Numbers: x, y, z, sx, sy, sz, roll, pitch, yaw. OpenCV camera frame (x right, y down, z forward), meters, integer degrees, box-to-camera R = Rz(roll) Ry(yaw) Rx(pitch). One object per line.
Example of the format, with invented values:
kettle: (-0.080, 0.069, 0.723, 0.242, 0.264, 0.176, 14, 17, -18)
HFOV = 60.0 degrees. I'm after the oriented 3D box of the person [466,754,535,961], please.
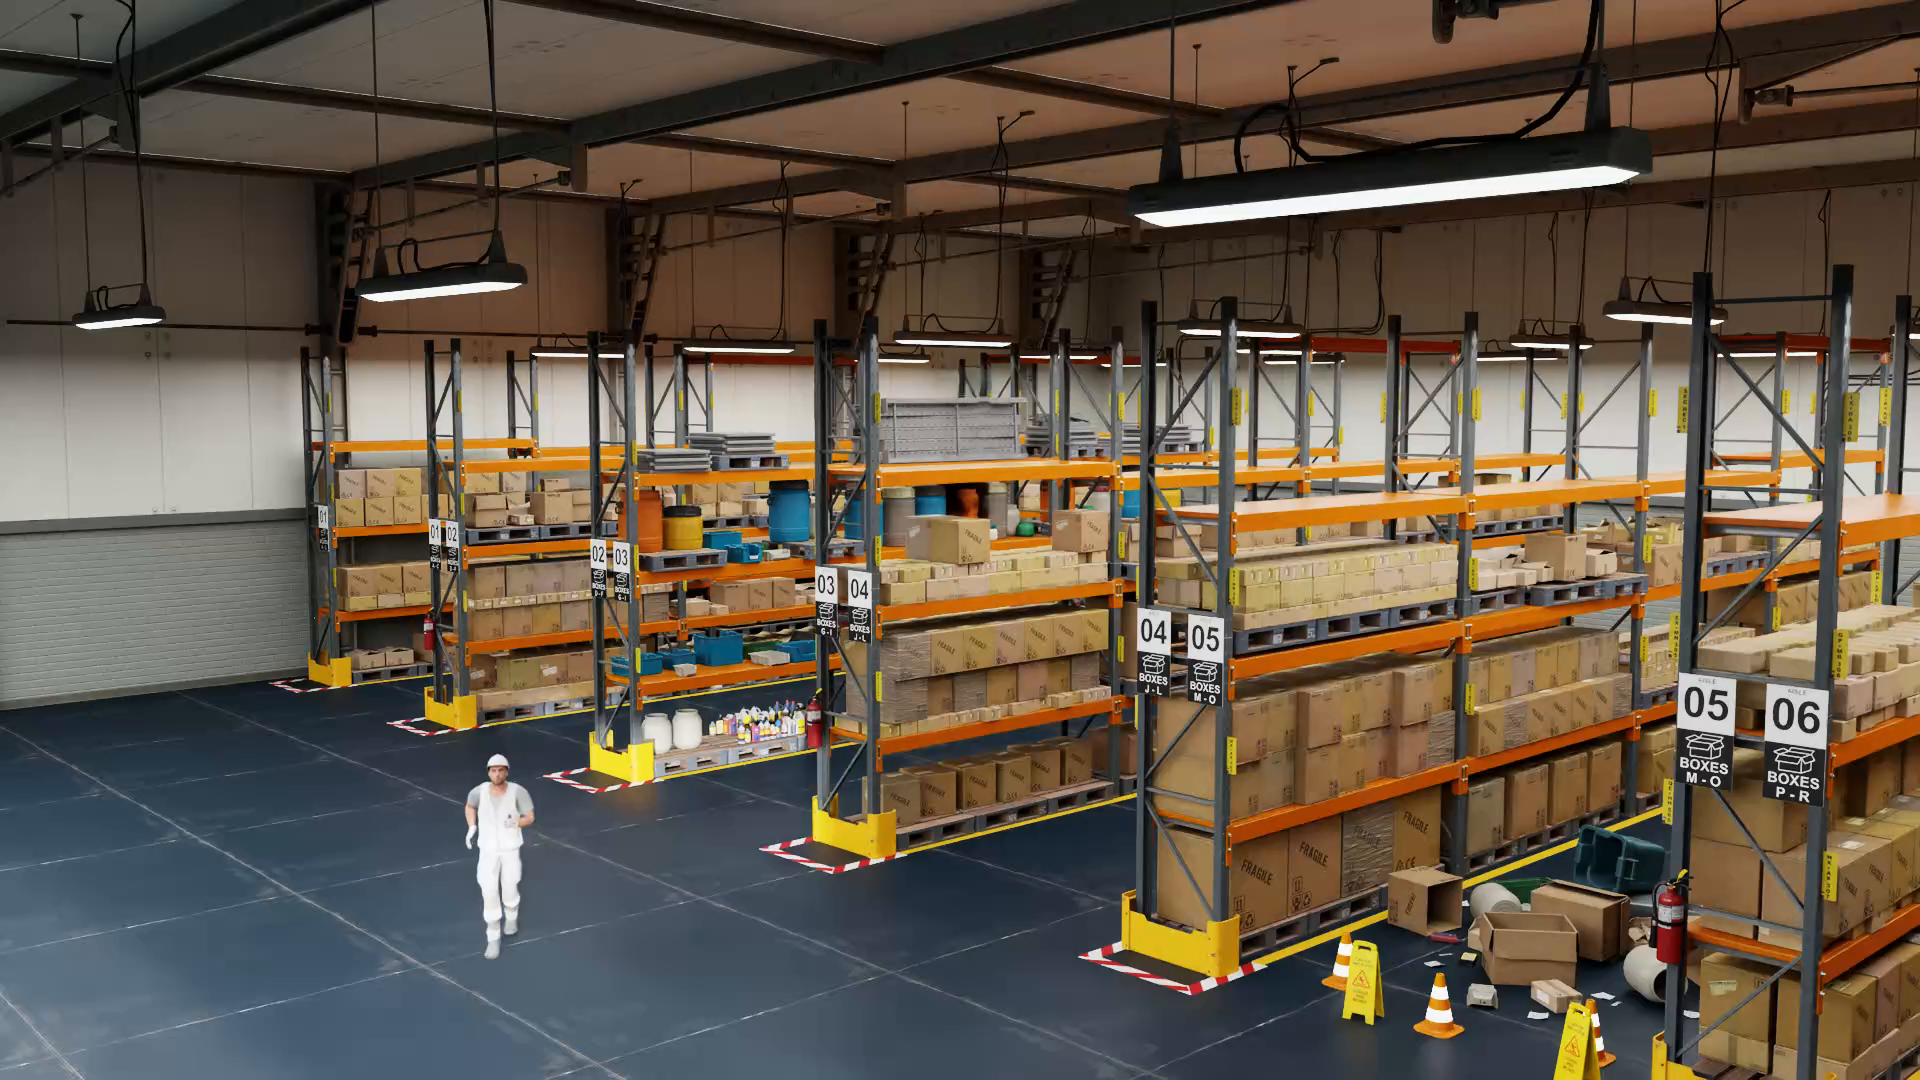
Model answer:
person: (-4.293, 2.900, 15.523, 0.640, 1.824, 0.814, -1, 5, -11)
